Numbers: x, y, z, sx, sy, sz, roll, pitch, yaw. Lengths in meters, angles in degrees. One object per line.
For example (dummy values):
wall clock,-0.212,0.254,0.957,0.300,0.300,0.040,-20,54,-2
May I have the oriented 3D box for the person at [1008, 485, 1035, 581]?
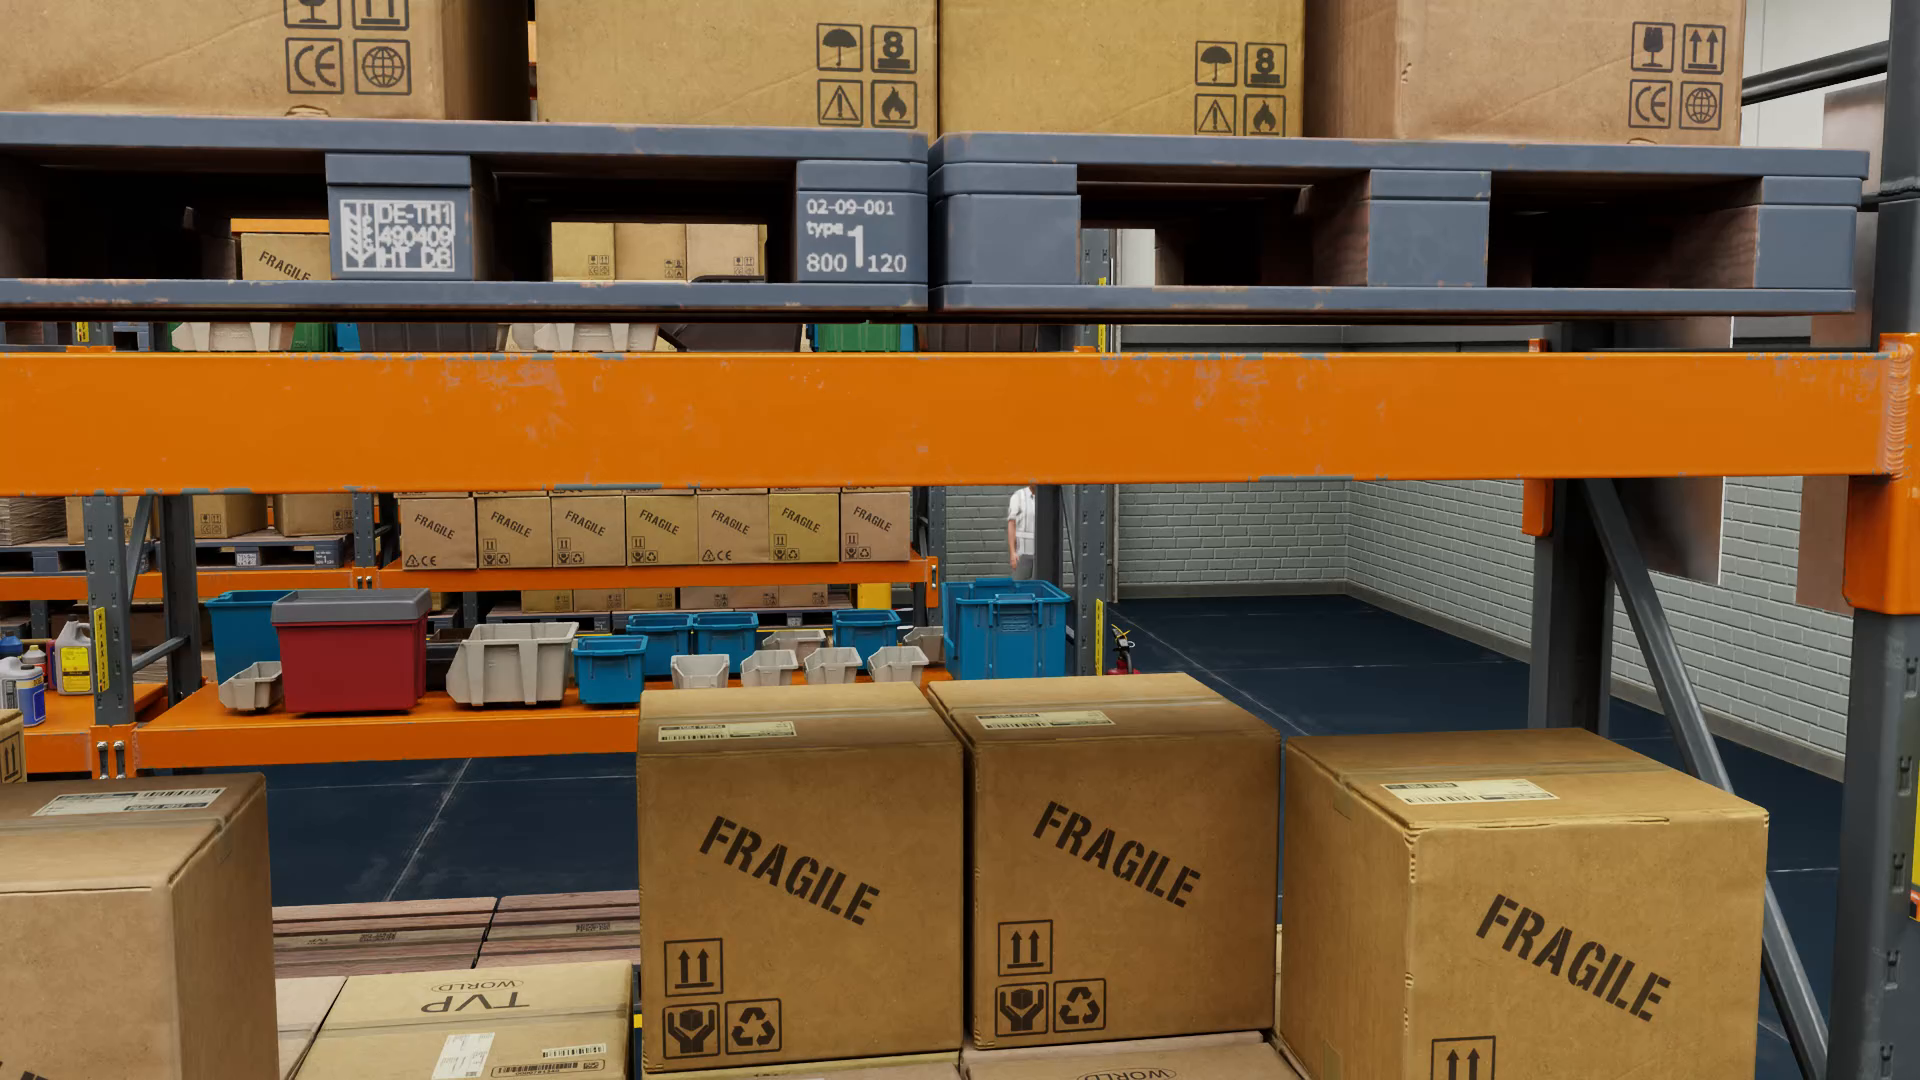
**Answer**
person,0.719,0.089,16.183,0.529,1.731,0.951,-1,6,-7
